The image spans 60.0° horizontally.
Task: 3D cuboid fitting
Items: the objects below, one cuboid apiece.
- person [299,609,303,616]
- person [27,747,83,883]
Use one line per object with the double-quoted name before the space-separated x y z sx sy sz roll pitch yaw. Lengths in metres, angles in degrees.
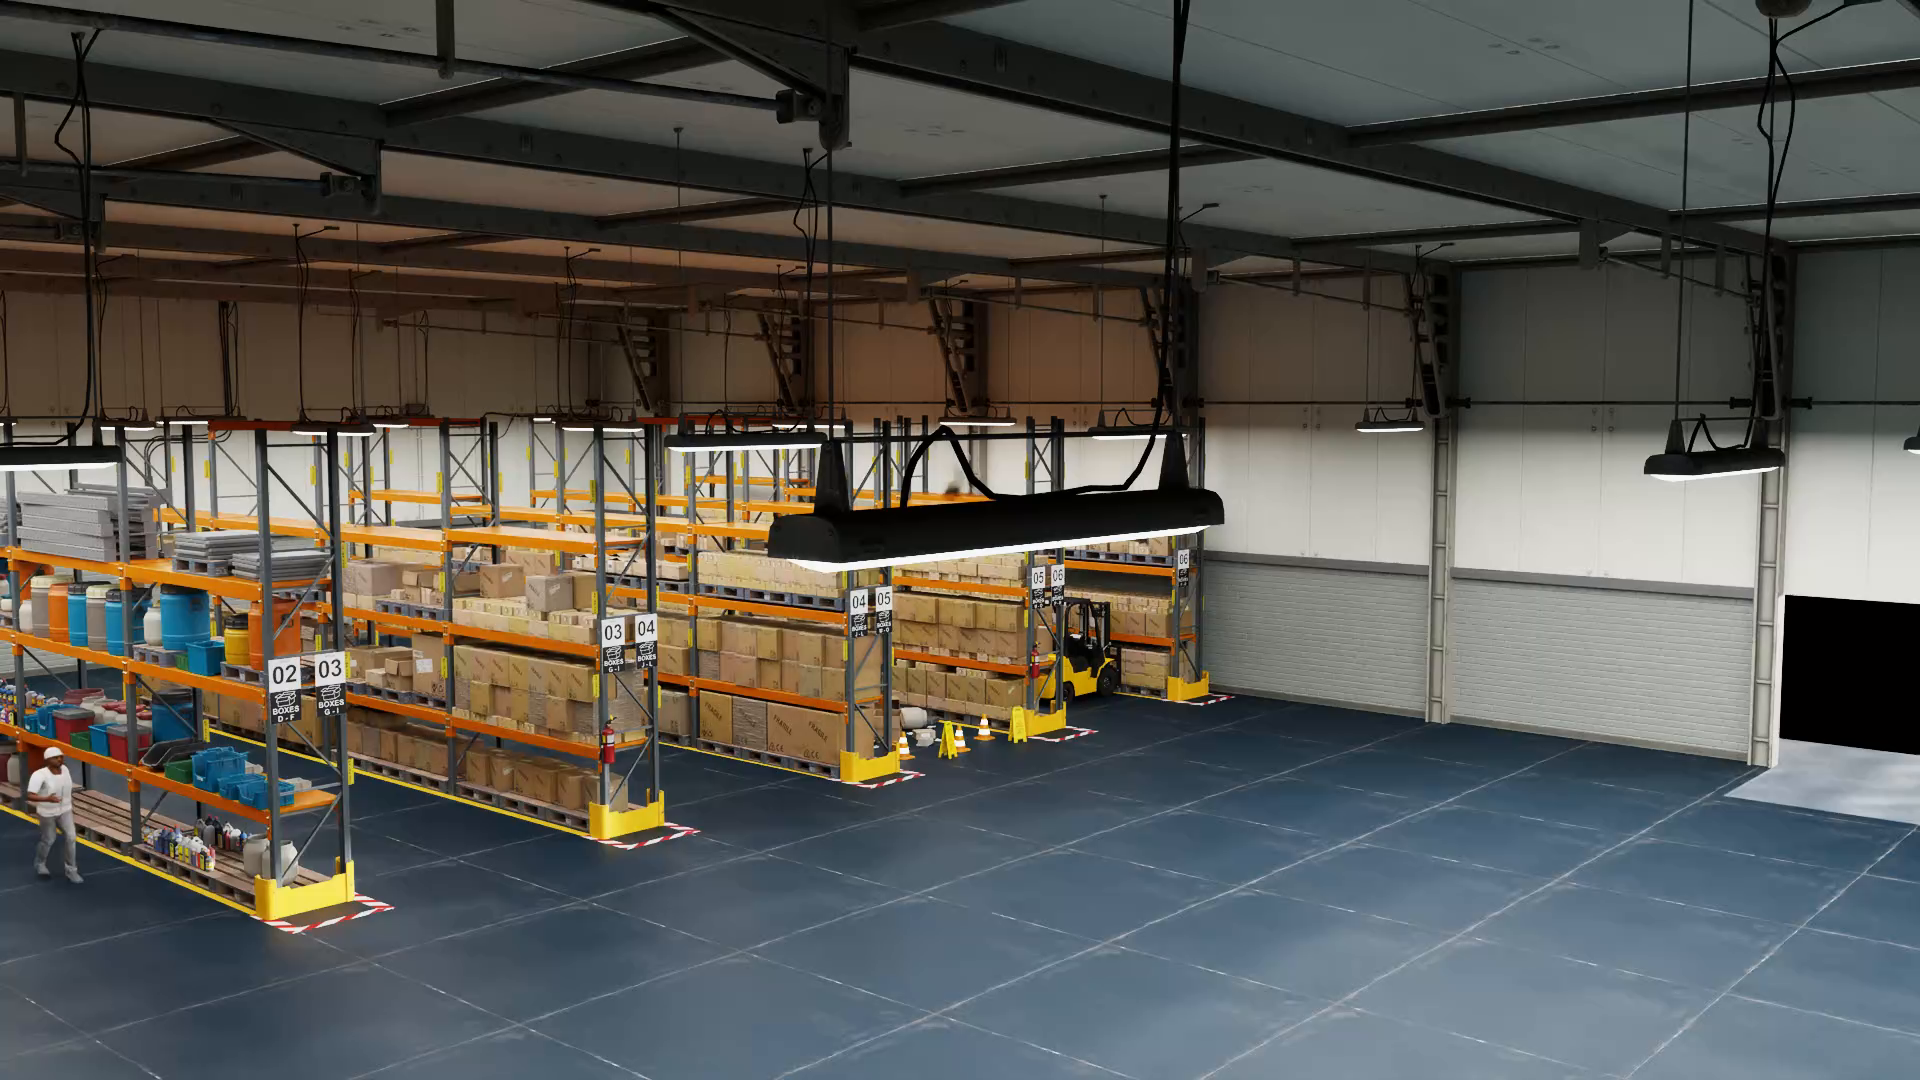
"person" -15.142 2.392 37.661 0.678 1.640 0.754 1 5 9
"person" -11.982 3.628 21.957 0.808 1.818 0.680 3 6 32
